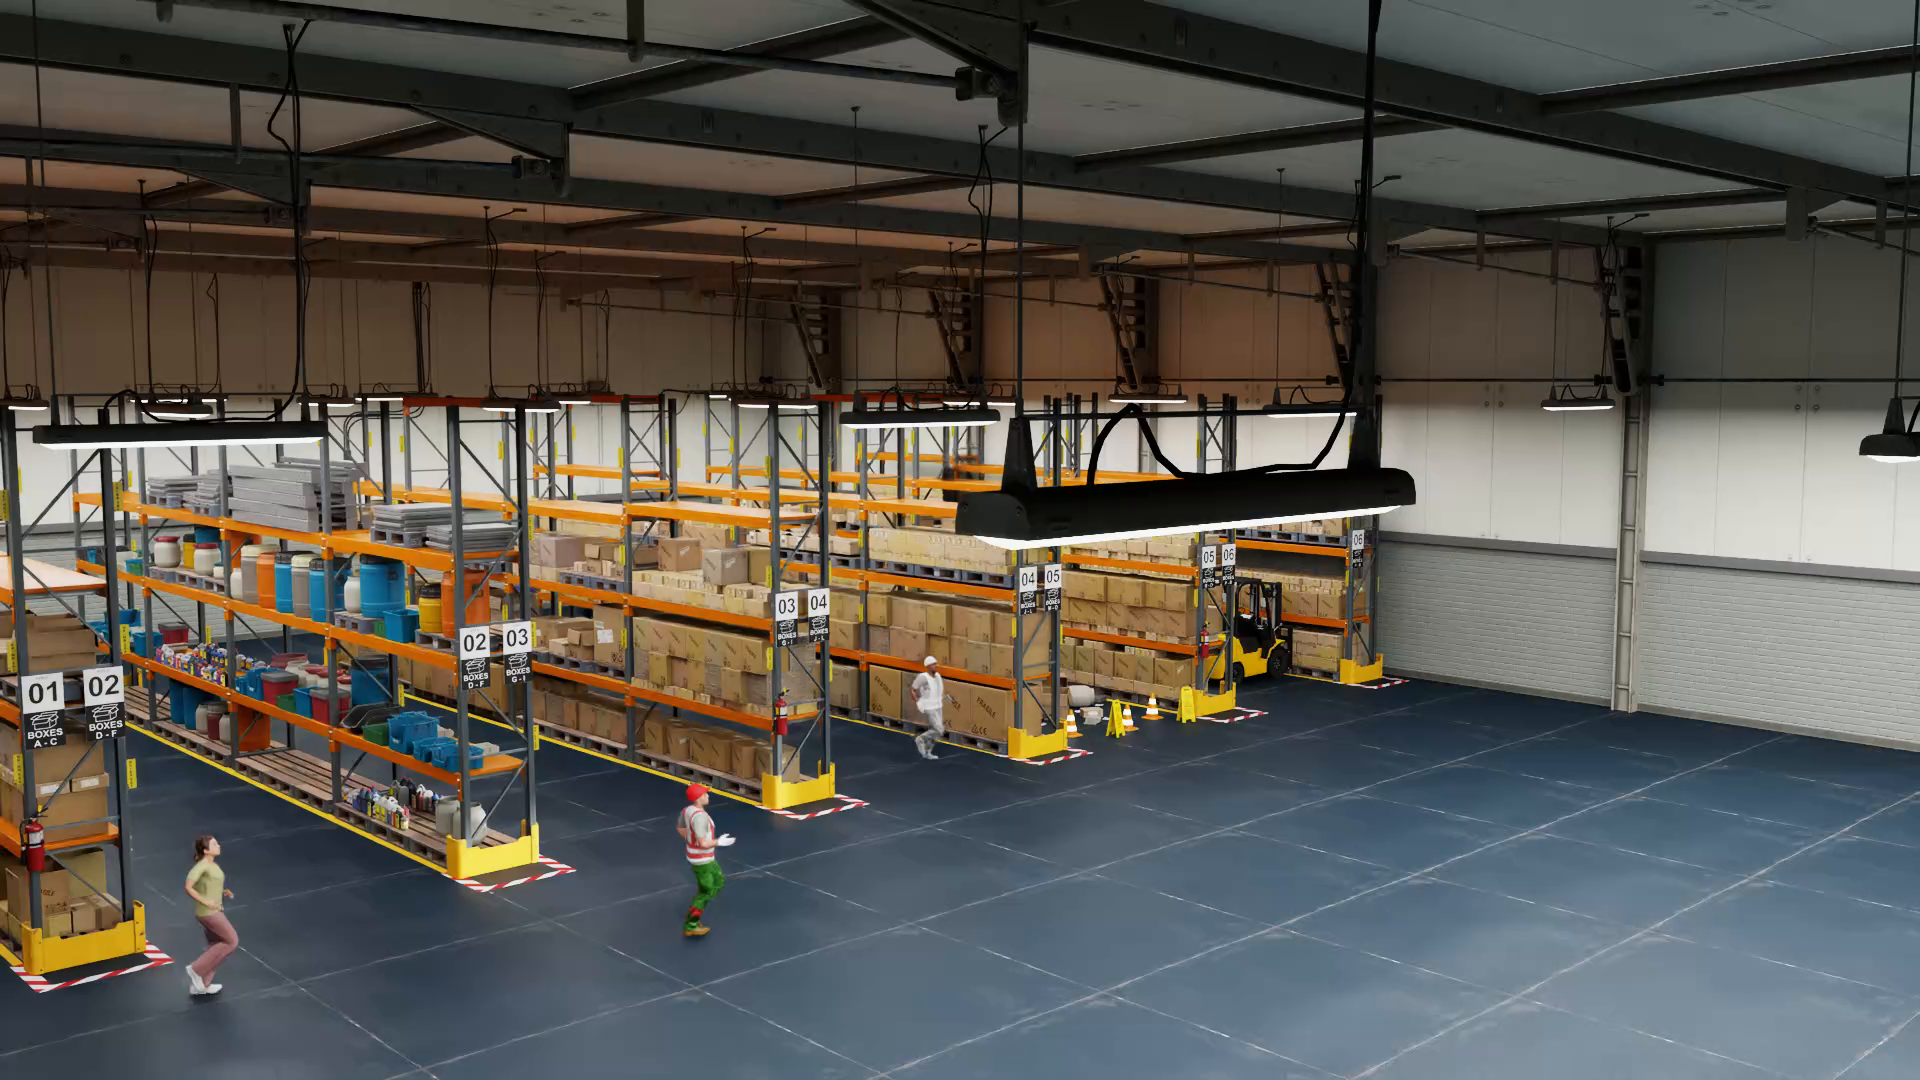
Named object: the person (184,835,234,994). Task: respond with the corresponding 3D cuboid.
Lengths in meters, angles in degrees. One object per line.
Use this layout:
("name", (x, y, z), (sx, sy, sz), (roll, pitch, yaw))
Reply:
("person", (-7.764, 3.853, 17.212), (0.453, 1.622, 0.613), (-2, 6, -16))

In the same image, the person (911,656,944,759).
("person", (-0.452, 2.793, 27.631), (0.539, 1.735, 0.651), (3, 7, 32))

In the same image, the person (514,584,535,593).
("person", (-10.576, 1.655, 40.283), (0.591, 1.361, 0.664), (3, 6, 32))

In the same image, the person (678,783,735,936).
("person", (-2.872, 3.617, 18.906), (0.593, 1.750, 0.616), (-2, 6, -17))
